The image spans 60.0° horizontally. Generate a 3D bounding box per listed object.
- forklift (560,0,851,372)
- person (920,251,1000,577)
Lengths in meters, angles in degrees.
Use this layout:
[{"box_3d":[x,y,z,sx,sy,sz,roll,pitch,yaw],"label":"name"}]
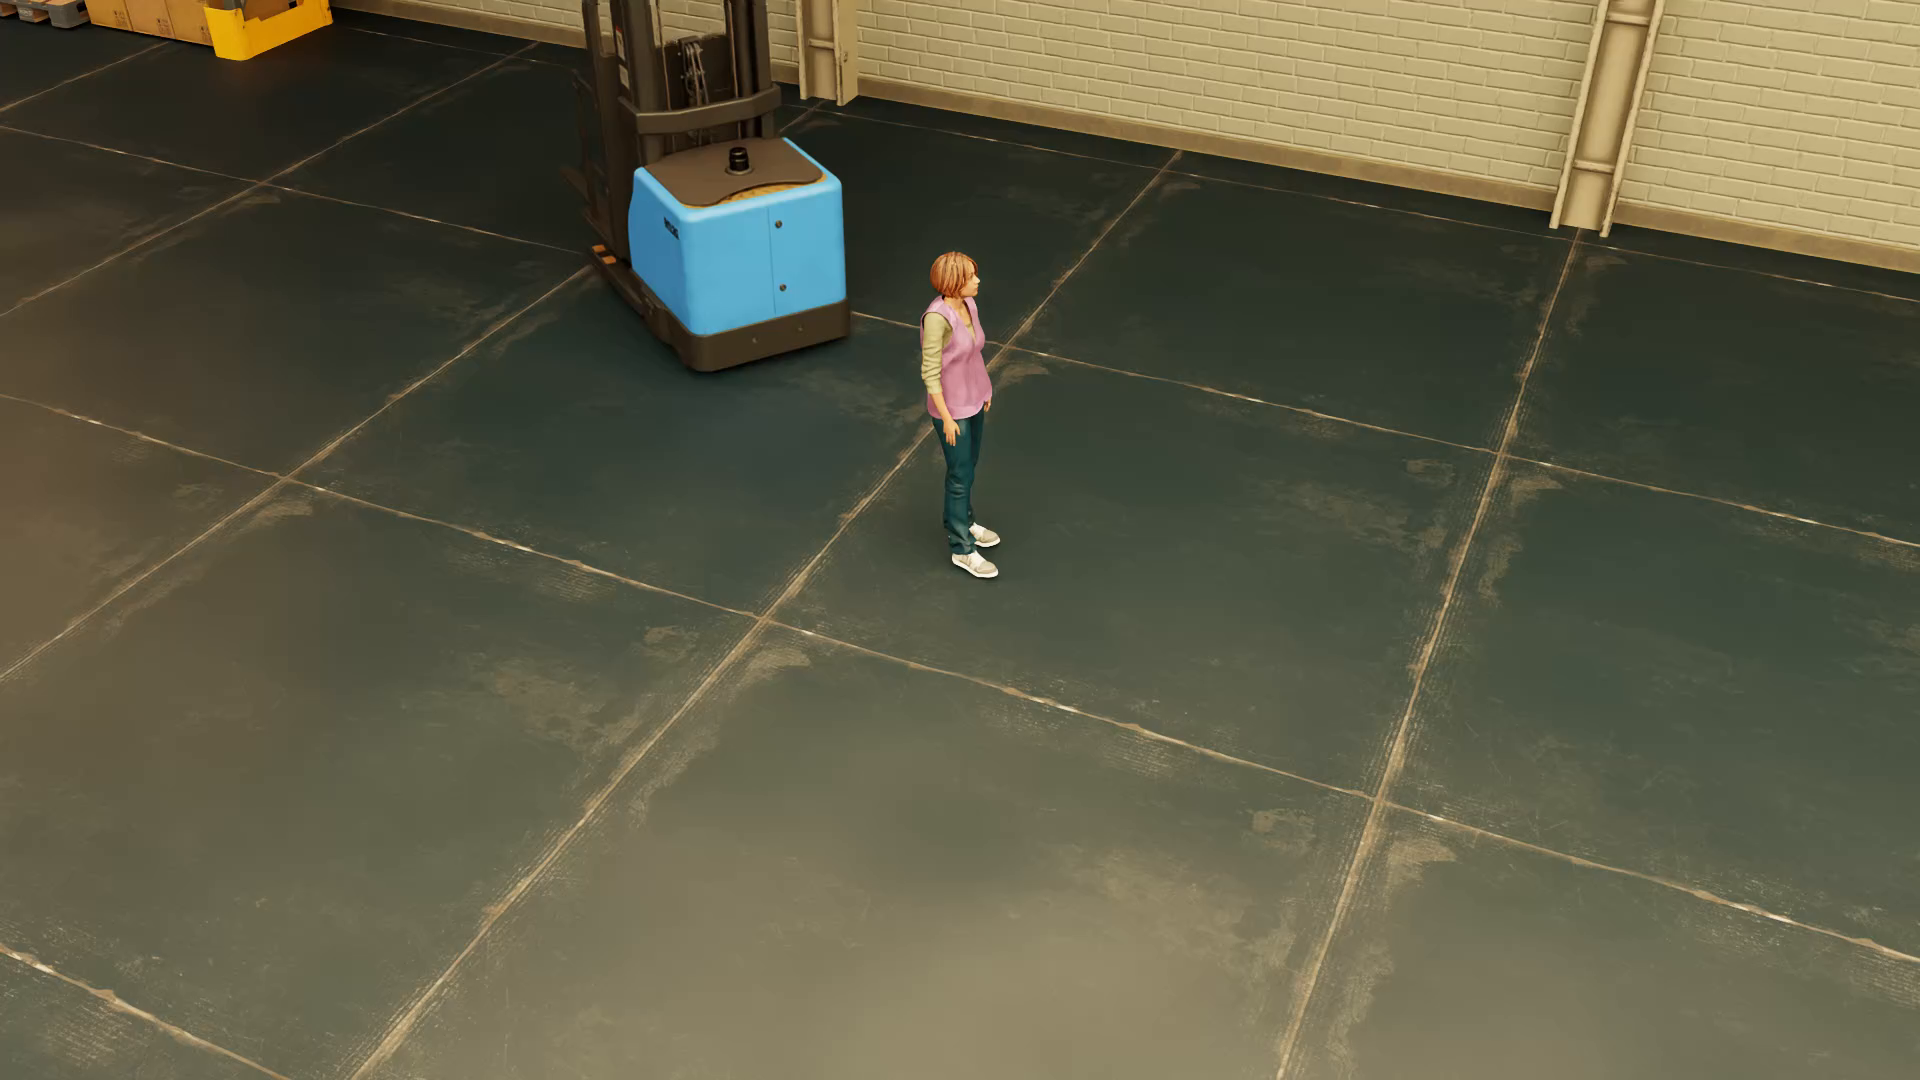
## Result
[{"box_3d":[-1.843,-3.026,10.329,1.130,2.935,3.031,-18,39,-24],"label":"forklift"},{"box_3d":[0.061,-0.631,8.107,0.476,1.597,0.520,15,38,20],"label":"person"}]
